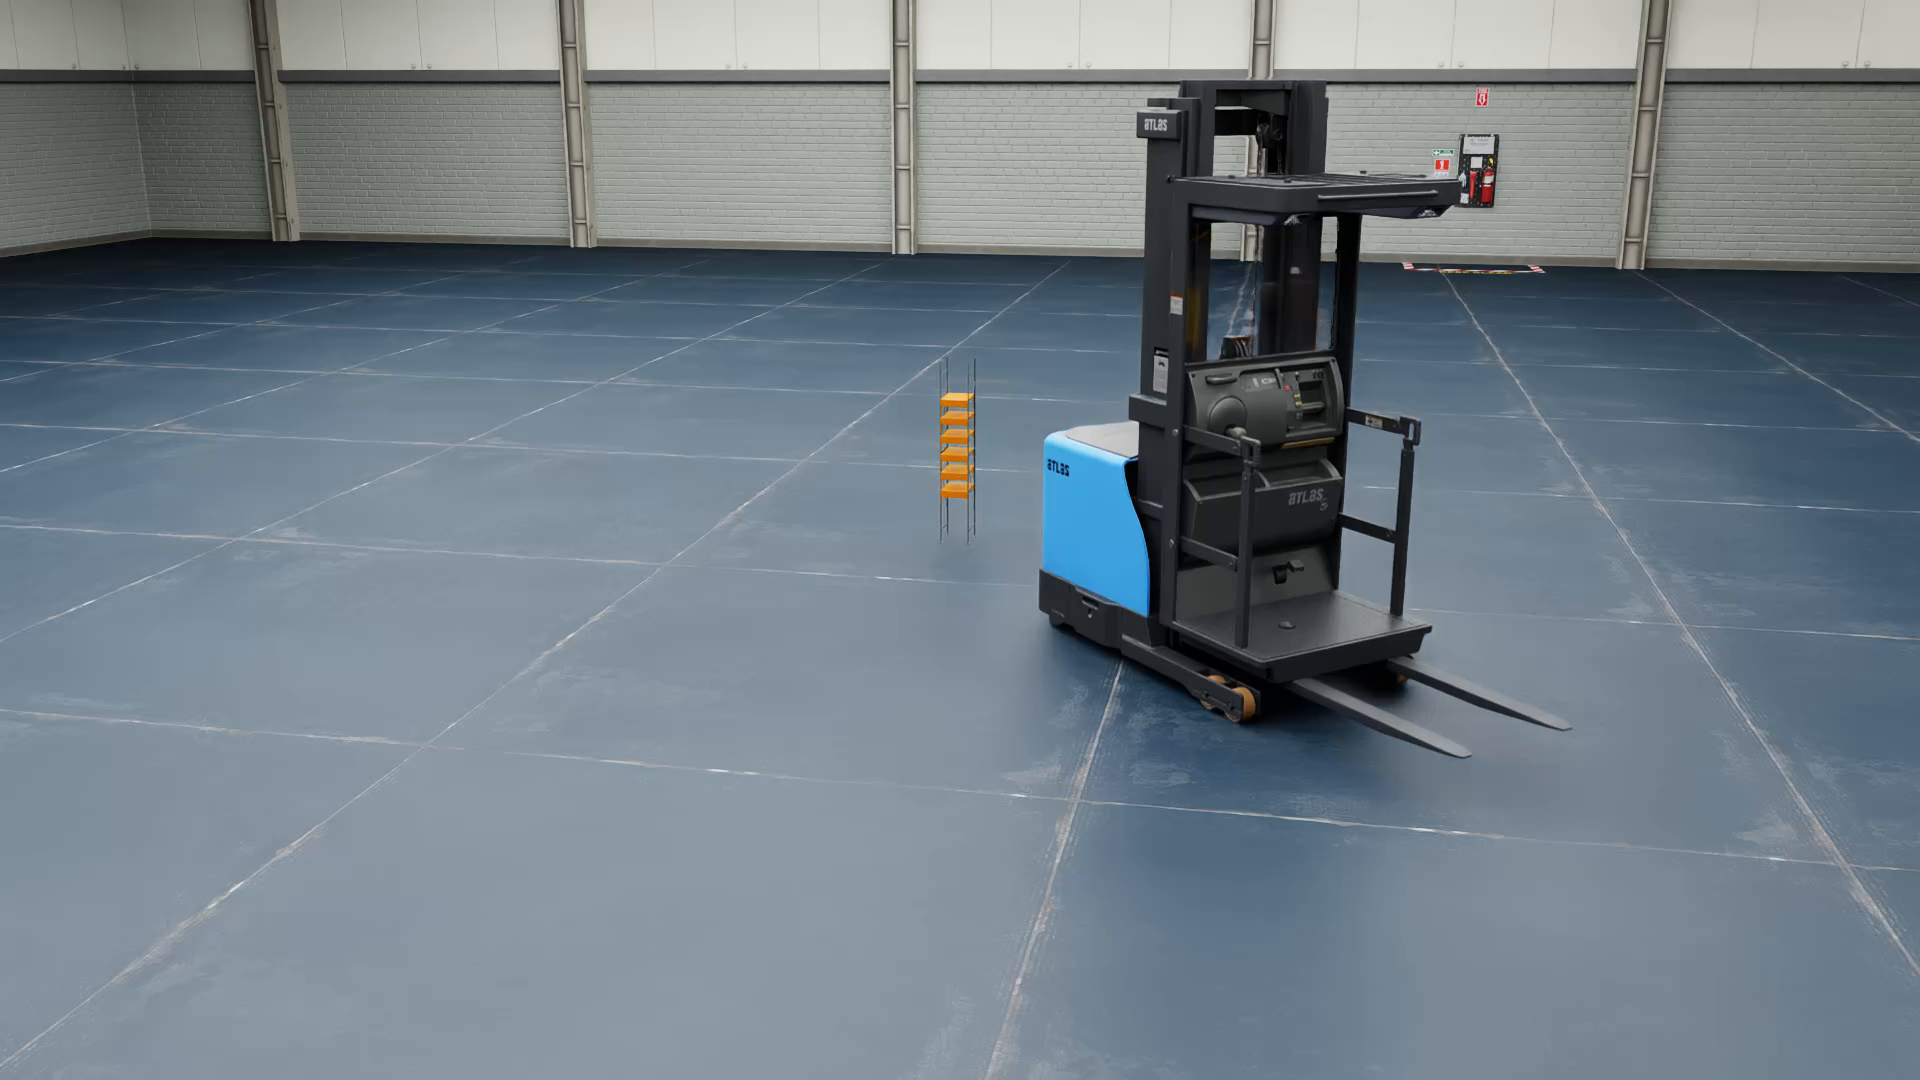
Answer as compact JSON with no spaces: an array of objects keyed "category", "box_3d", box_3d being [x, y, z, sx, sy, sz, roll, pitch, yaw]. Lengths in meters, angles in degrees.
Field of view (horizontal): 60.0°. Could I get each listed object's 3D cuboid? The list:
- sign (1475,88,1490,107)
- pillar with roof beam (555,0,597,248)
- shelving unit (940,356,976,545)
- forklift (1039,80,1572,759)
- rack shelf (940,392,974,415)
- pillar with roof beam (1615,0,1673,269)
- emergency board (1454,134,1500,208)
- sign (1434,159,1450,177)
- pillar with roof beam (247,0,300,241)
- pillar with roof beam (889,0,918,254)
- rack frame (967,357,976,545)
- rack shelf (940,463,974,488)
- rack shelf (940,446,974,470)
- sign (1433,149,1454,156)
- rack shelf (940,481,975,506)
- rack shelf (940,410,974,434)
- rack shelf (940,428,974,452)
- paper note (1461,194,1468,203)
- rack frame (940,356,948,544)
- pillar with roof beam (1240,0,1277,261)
[{"category":"sign","box_3d":[8.394,-7.115,26.717,0.199,0.298,0.001,3,16,11]},{"category":"pillar with roof beam","box_3d":[-7.701,-8.553,25.010,0.400,9.000,9.100,3,16,11]},{"category":"shelving unit","box_3d":[-0.014,-0.579,10.835,0.189,1.200,0.258,3,16,11]},{"category":"forklift","box_3d":[1.616,-0.689,7.989,1.130,2.935,3.031,-9,18,-29]},{"category":"rack shelf","box_3d":[-0.014,-0.883,10.750,0.180,0.103,0.258,3,16,11]},{"category":"pillar with roof beam","box_3d":[9.938,-7.595,21.554,0.400,9.000,9.100,3,16,11]},{"category":"emergency board","box_3d":[8.382,-5.972,26.931,0.643,1.169,0.194,3,16,11]},{"category":"sign","box_3d":[7.861,-6.045,27.129,0.234,0.329,0.001,3,16,11]},{"category":"pillar with roof beam","box_3d":[-13.580,-8.872,26.163,0.400,9.000,9.100,3,16,11]},{"category":"pillar with roof beam","box_3d":[-1.821,-8.233,23.858,0.400,9.000,9.100,3,16,11]},{"category":"rack frame","box_3d":[0.075,-0.574,10.817,0.006,1.200,0.240,3,16,11]},{"category":"rack shelf","box_3d":[-0.014,-0.421,10.879,0.180,0.103,0.258,3,16,11]},{"category":"rack shelf","box_3d":[-0.014,-0.536,10.846,0.180,0.103,0.258,3,16,11]},{"category":"sign","box_3d":[7.864,-6.298,27.049,0.331,0.109,0.001,3,16,11]},{"category":"rack shelf","box_3d":[-0.014,-0.305,10.911,0.180,0.103,0.258,3,16,11]},{"category":"rack shelf","box_3d":[-0.014,-0.767,10.782,0.180,0.103,0.258,3,16,11]},{"category":"rack shelf","box_3d":[-0.014,-0.652,10.814,0.180,0.103,0.258,3,16,11]},{"category":"paper note","box_3d":[8.222,-5.574,27.147,0.142,0.148,0.016,3,16,11]},{"category":"rack frame","box_3d":[-0.104,-0.584,10.852,0.006,1.200,0.240,3,16,11]},{"category":"pillar with roof beam","box_3d":[4.059,-7.914,22.706,0.400,9.000,9.100,3,16,11]}]
